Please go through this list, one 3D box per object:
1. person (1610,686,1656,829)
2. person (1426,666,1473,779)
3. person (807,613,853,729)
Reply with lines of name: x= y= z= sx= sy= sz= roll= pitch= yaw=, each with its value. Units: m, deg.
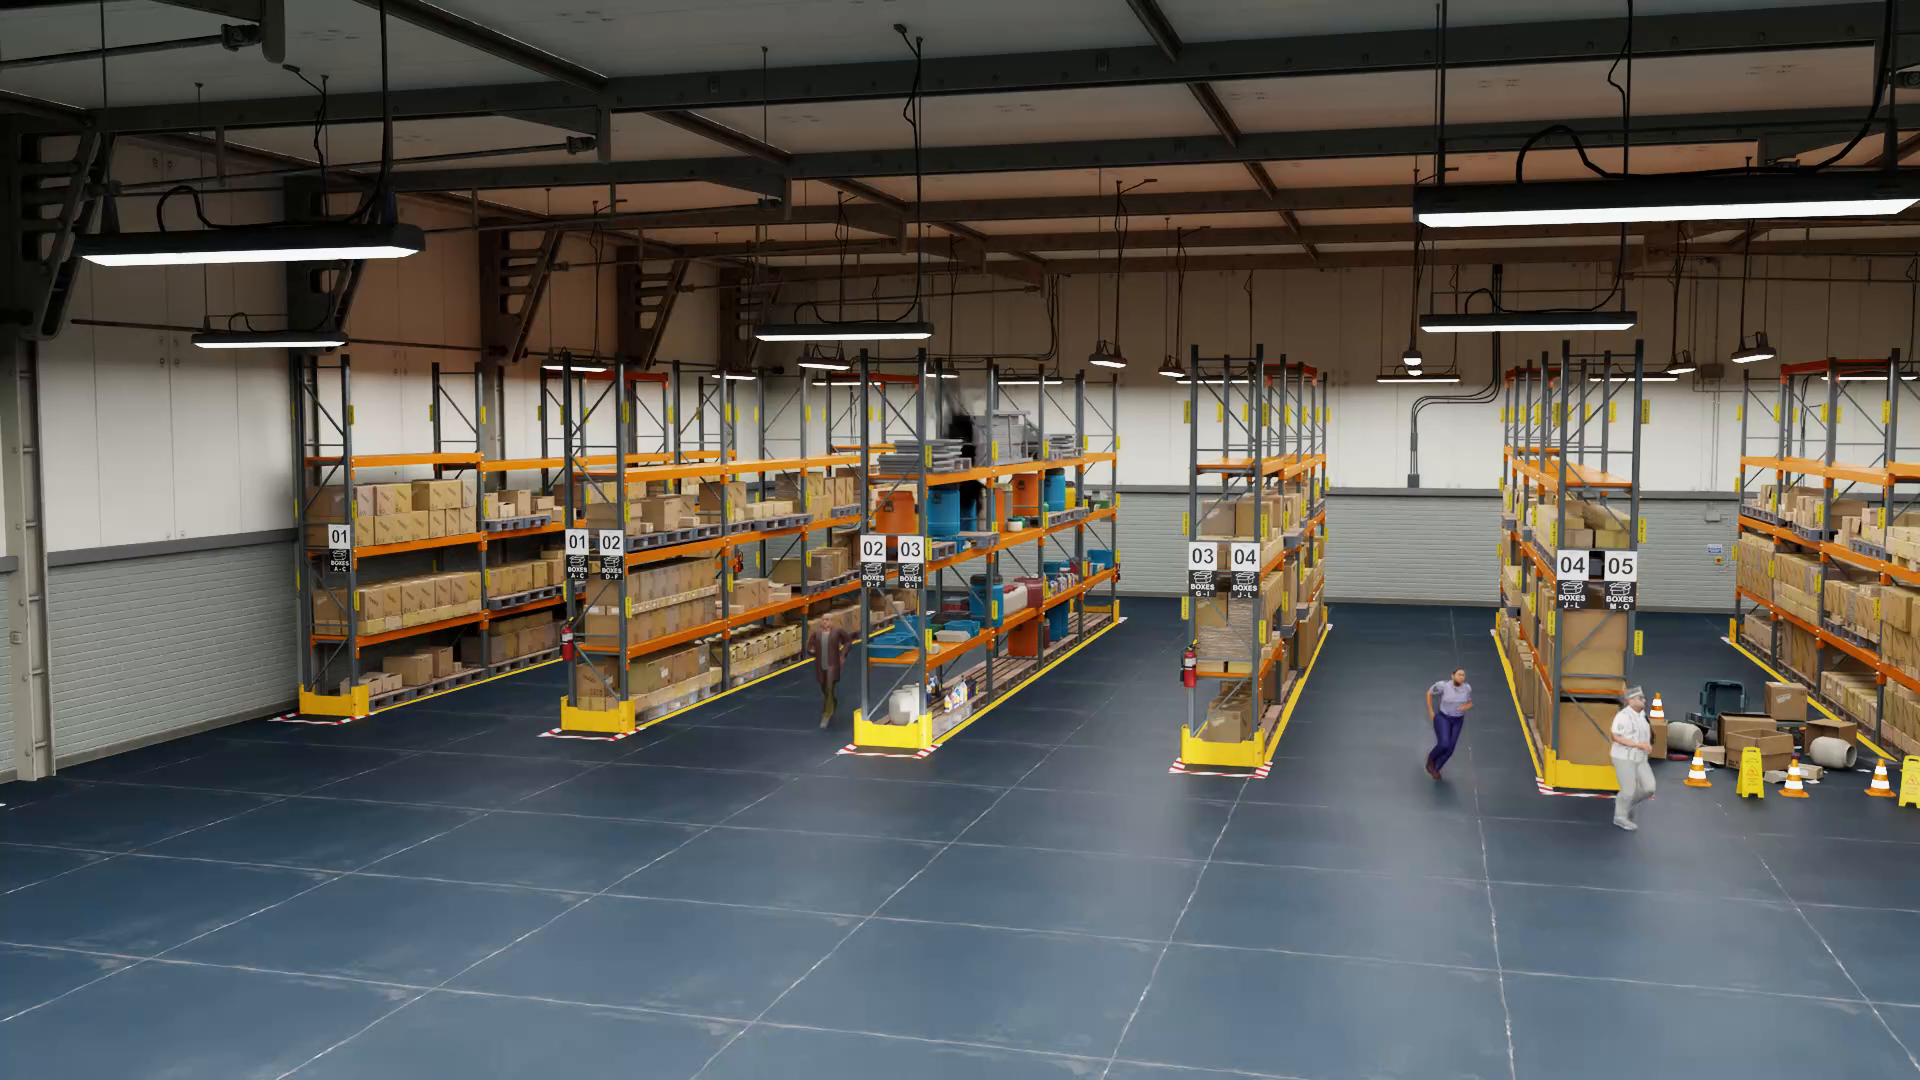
person: x=8.138 y=2.627 z=20.040 sx=0.644 sy=1.748 sz=0.606 roll=-3 pitch=5 yaw=-33
person: x=6.749 y=2.514 z=22.870 sx=0.572 sy=1.567 sz=0.602 roll=-1 pitch=4 yaw=-12
person: x=-2.133 y=2.080 z=26.957 sx=0.684 sy=1.811 sz=1.022 roll=1 pitch=4 yaw=16
